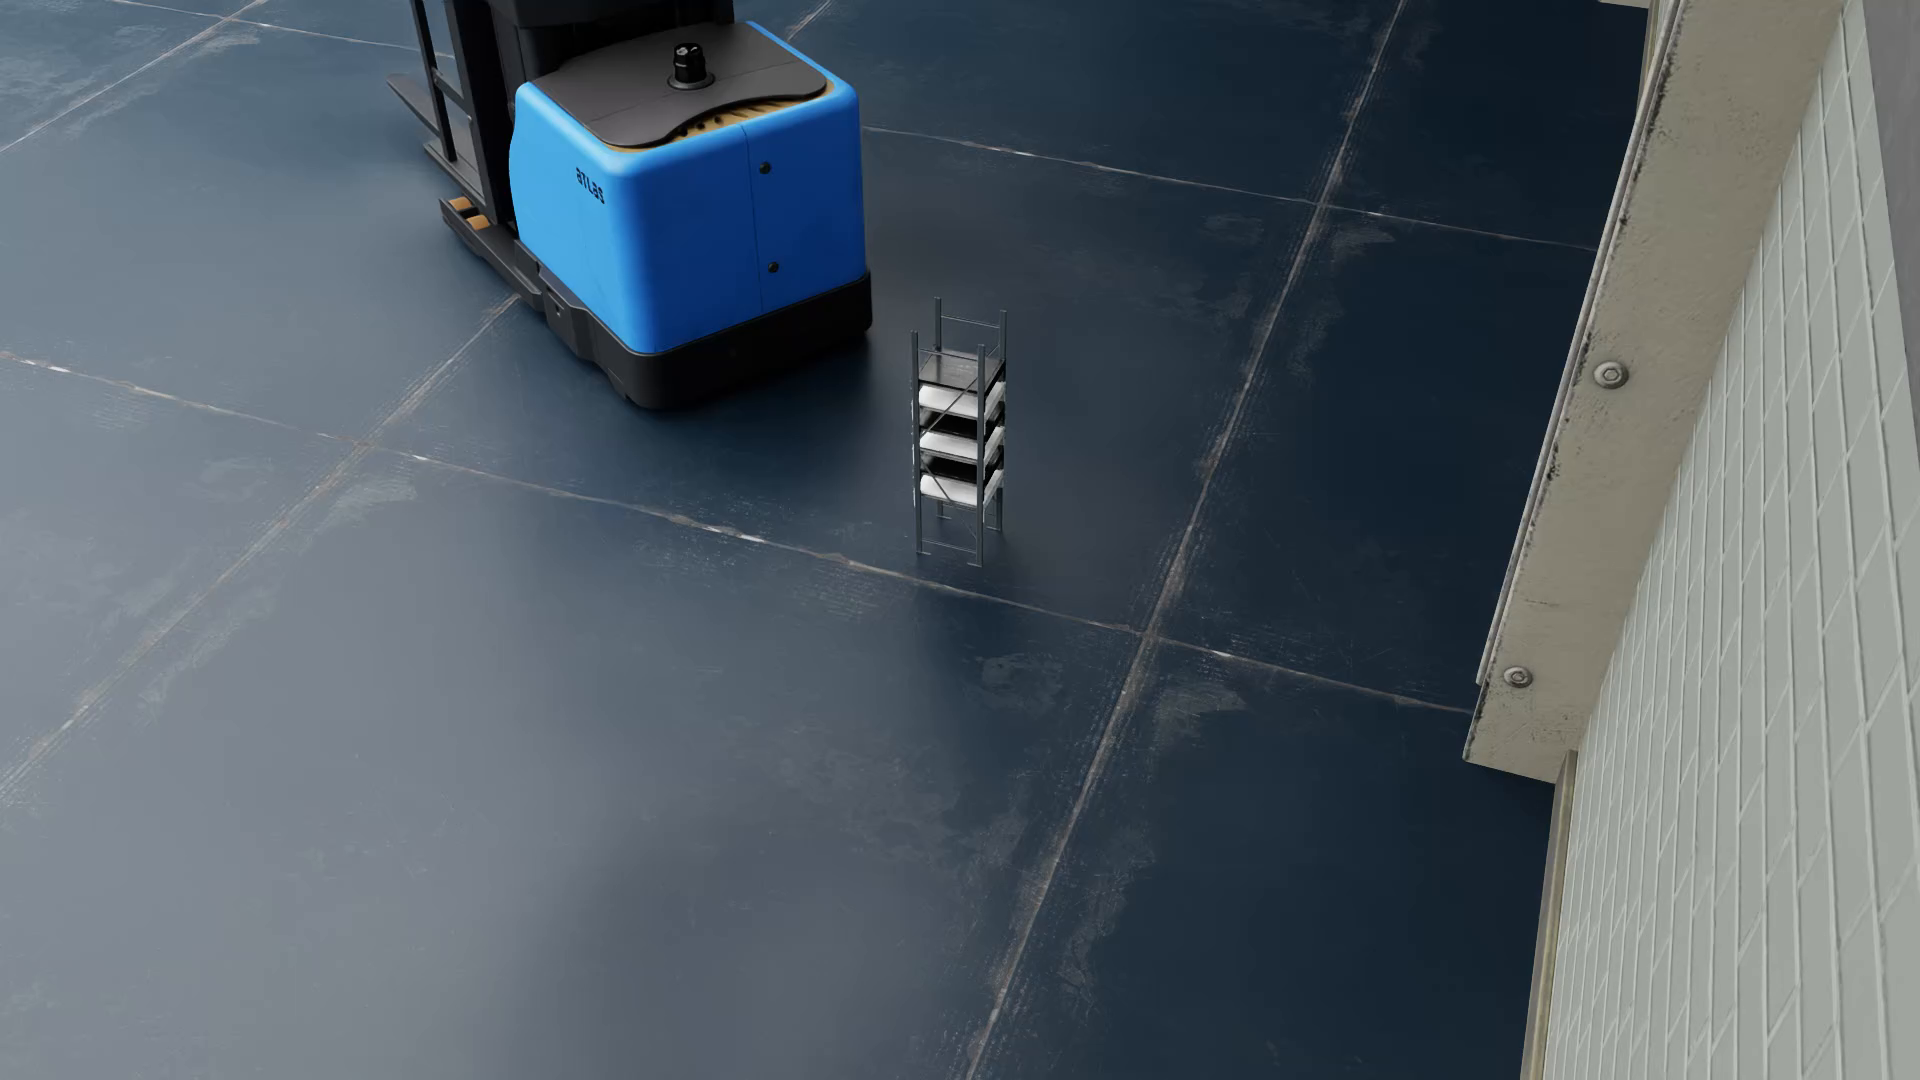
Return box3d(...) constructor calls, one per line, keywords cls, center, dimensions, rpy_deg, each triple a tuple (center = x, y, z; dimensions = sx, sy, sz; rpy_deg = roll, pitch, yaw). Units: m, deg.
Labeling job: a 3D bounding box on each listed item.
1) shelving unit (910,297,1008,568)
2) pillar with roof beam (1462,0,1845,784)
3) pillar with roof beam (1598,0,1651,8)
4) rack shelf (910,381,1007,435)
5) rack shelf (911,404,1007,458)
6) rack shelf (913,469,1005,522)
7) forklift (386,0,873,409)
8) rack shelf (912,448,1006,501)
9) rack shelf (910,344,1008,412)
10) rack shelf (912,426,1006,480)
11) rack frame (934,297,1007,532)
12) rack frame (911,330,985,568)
box3d(cls="shelving unit", center=(-0.003, -0.337, 5.452), dimensions=(0.258, 0.900, 0.210), rpy_deg=(13, 42, 15))
box3d(cls="pillar with roof beam", center=(-2.329, -3.807, 3.279), dimensions=(9.100, 9.000, 0.400), rpy_deg=(13, 42, 15))
box3d(cls="pillar with roof beam", center=(-0.277, -7.466, 7.568), dimensions=(9.100, 9.000, 0.400), rpy_deg=(13, 42, 15))
box3d(cls="rack shelf", center=(-0.003, -0.449, 5.357), dimensions=(0.258, 0.077, 0.200), rpy_deg=(13, 42, 15))
box3d(cls="rack shelf", center=(-0.003, -0.381, 5.415), dimensions=(0.258, 0.077, 0.200), rpy_deg=(13, 42, 15))
box3d(cls="rack shelf", center=(-0.003, -0.175, 5.591), dimensions=(0.258, 0.077, 0.200), rpy_deg=(13, 42, 15))
box3d(cls="forklift", center=(-1.618, -2.517, 6.442), dimensions=(1.130, 2.935, 3.031), rpy_deg=(-25, 46, -26))
box3d(cls="rack shelf", center=(-0.003, -0.244, 5.532), dimensions=(0.258, 0.077, 0.200), rpy_deg=(13, 42, 15))
box3d(cls="rack shelf", center=(-0.003, -0.517, 5.299), dimensions=(0.258, 0.077, 0.200), rpy_deg=(13, 42, 15))
box3d(cls="rack shelf", center=(-0.003, -0.312, 5.474), dimensions=(0.258, 0.077, 0.200), rpy_deg=(13, 42, 15))
box3d(cls="rack frame", center=(0.032, -0.399, 5.525), dimensions=(0.240, 0.900, 0.006), rpy_deg=(13, 42, 15))
box3d(cls="rack frame", center=(-0.038, -0.275, 5.379), dimensions=(0.240, 0.900, 0.006), rpy_deg=(13, 42, 15))
